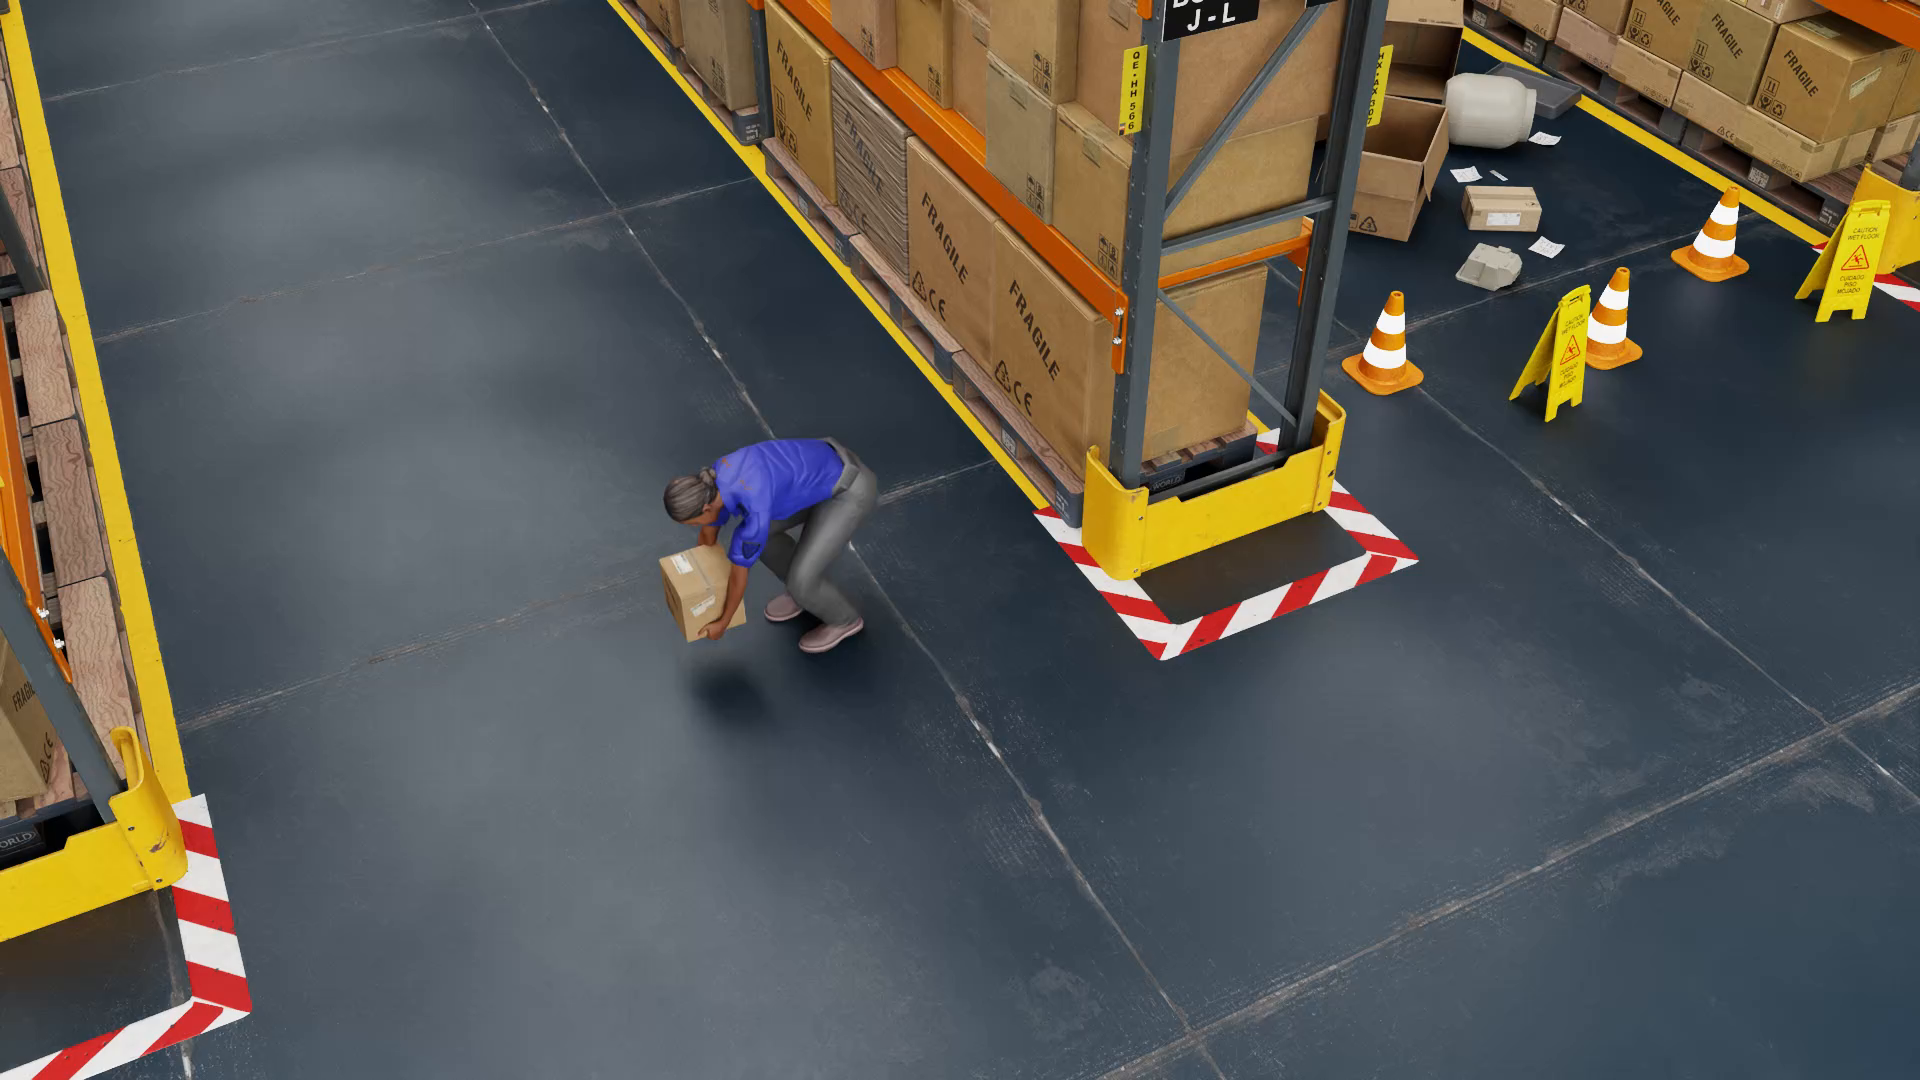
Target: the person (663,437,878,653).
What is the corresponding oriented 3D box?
[{"bbox_3d":[-0.735,0.021,6.641,0.860,0.996,0.457,-21,46,-22],"label":"person"}]
